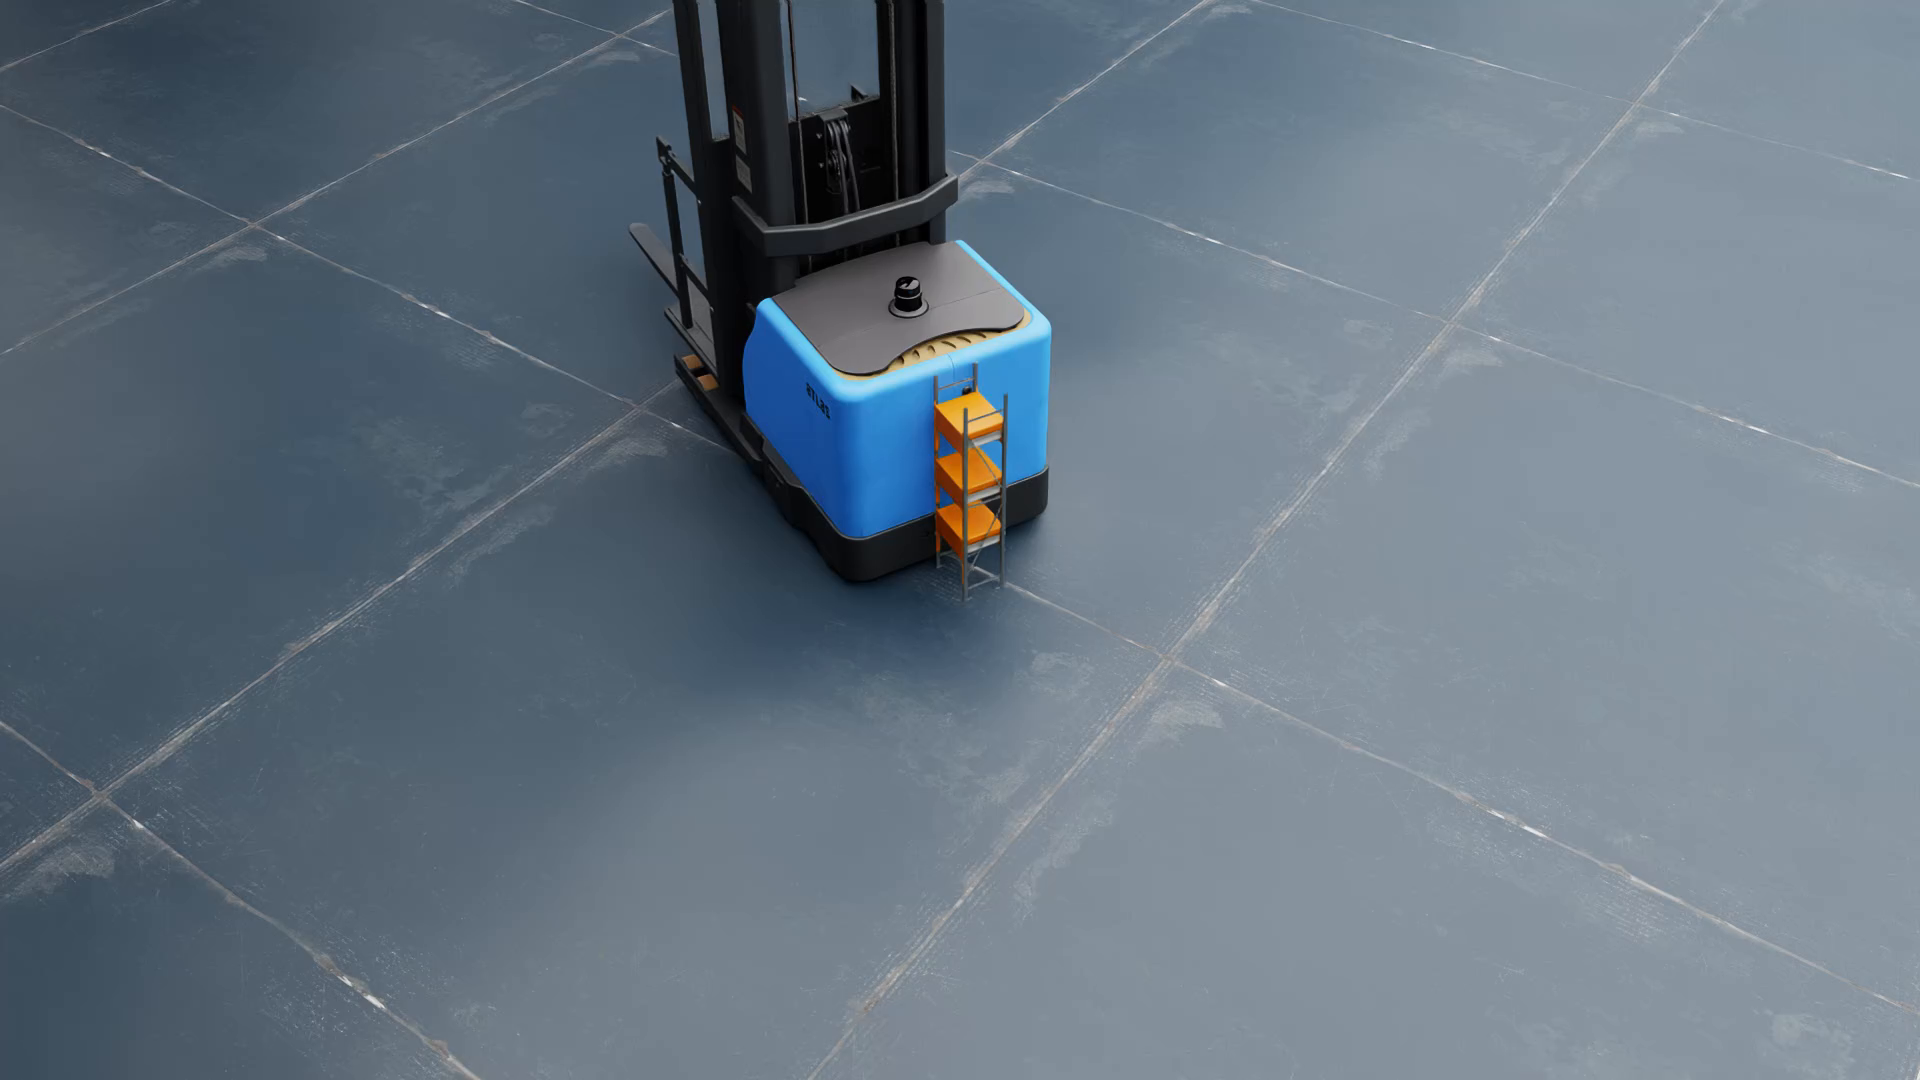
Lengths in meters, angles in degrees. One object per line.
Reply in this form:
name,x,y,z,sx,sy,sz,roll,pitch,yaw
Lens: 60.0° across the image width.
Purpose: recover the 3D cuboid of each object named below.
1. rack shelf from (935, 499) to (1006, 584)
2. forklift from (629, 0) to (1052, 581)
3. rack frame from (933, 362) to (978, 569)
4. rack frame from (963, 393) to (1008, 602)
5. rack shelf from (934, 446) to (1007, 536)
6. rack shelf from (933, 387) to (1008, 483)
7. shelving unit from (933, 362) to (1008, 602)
rack shelf,0.042,-0.011,7.156,0.215,0.259,0.240,-20,46,-21
forklift,-0.770,-1.884,7.405,1.130,2.935,3.031,-21,46,-22
rack frame,-0.017,-0.297,7.043,0.200,1.050,0.008,-20,46,-21
rack frame,0.102,-0.155,6.884,0.200,1.050,0.008,-20,46,-21
rack shelf,0.042,-0.218,6.970,0.215,0.259,0.240,-20,46,-21
rack shelf,0.042,-0.429,6.781,0.215,0.259,0.240,-20,46,-21
shelving unit,0.042,-0.226,6.963,0.215,1.050,0.252,-20,46,-21
